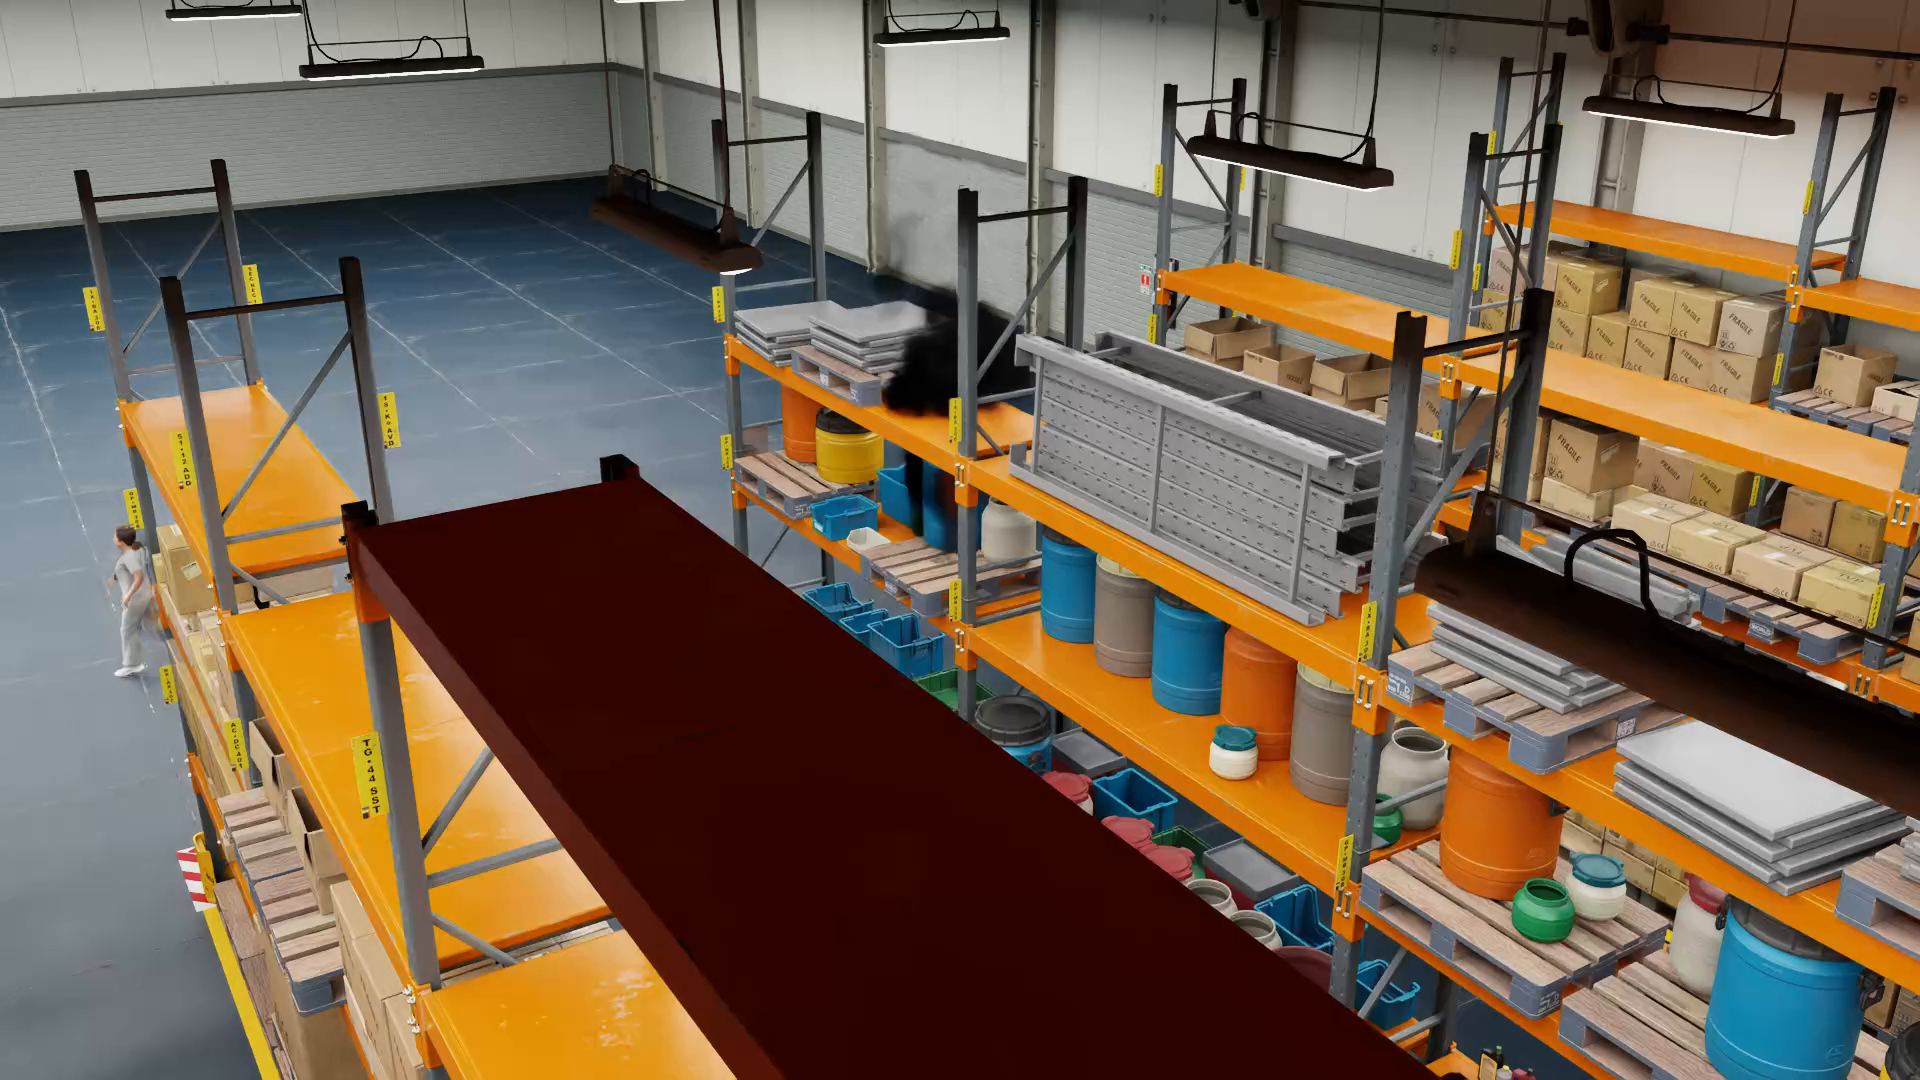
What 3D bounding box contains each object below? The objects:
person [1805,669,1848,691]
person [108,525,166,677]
[{"bbox_3d":[7.655,1.744,14.801,0.684,1.756,0.864,-14,26,-30],"label":"person"},{"bbox_3d":[-8.630,0.639,17.558,0.848,1.688,0.587,-2,22,-5],"label":"person"}]
